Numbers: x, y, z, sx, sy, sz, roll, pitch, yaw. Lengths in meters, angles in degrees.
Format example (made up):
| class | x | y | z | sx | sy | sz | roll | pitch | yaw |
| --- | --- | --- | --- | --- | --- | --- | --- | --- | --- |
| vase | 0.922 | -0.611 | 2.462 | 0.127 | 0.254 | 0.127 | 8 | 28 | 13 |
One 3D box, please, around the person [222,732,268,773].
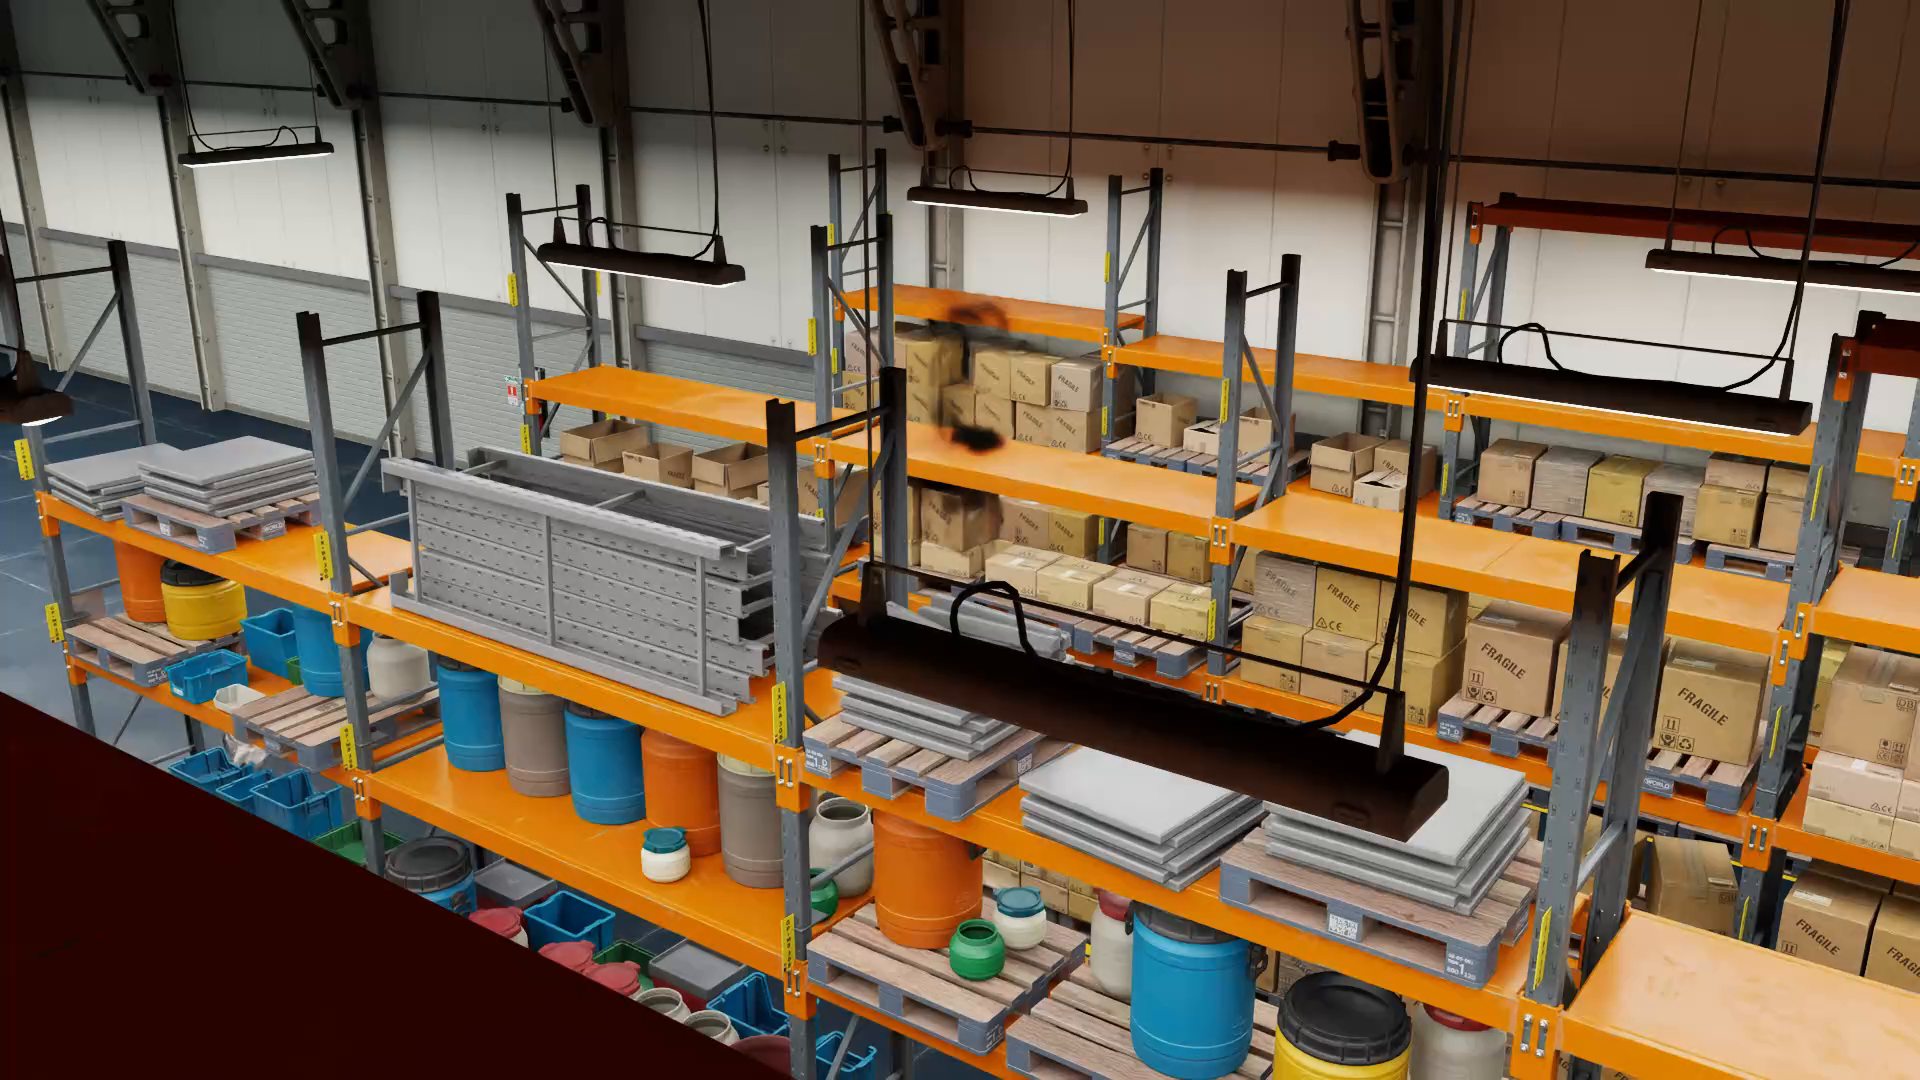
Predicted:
| class | x | y | z | sx | sy | sz | roll | pitch | yaw |
| --- | --- | --- | --- | --- | --- | --- | --- | --- | --- |
| person | -6.910 | 2.129 | 16.185 | 0.669 | 1.628 | 0.665 | 0 | 18 | 0 |
